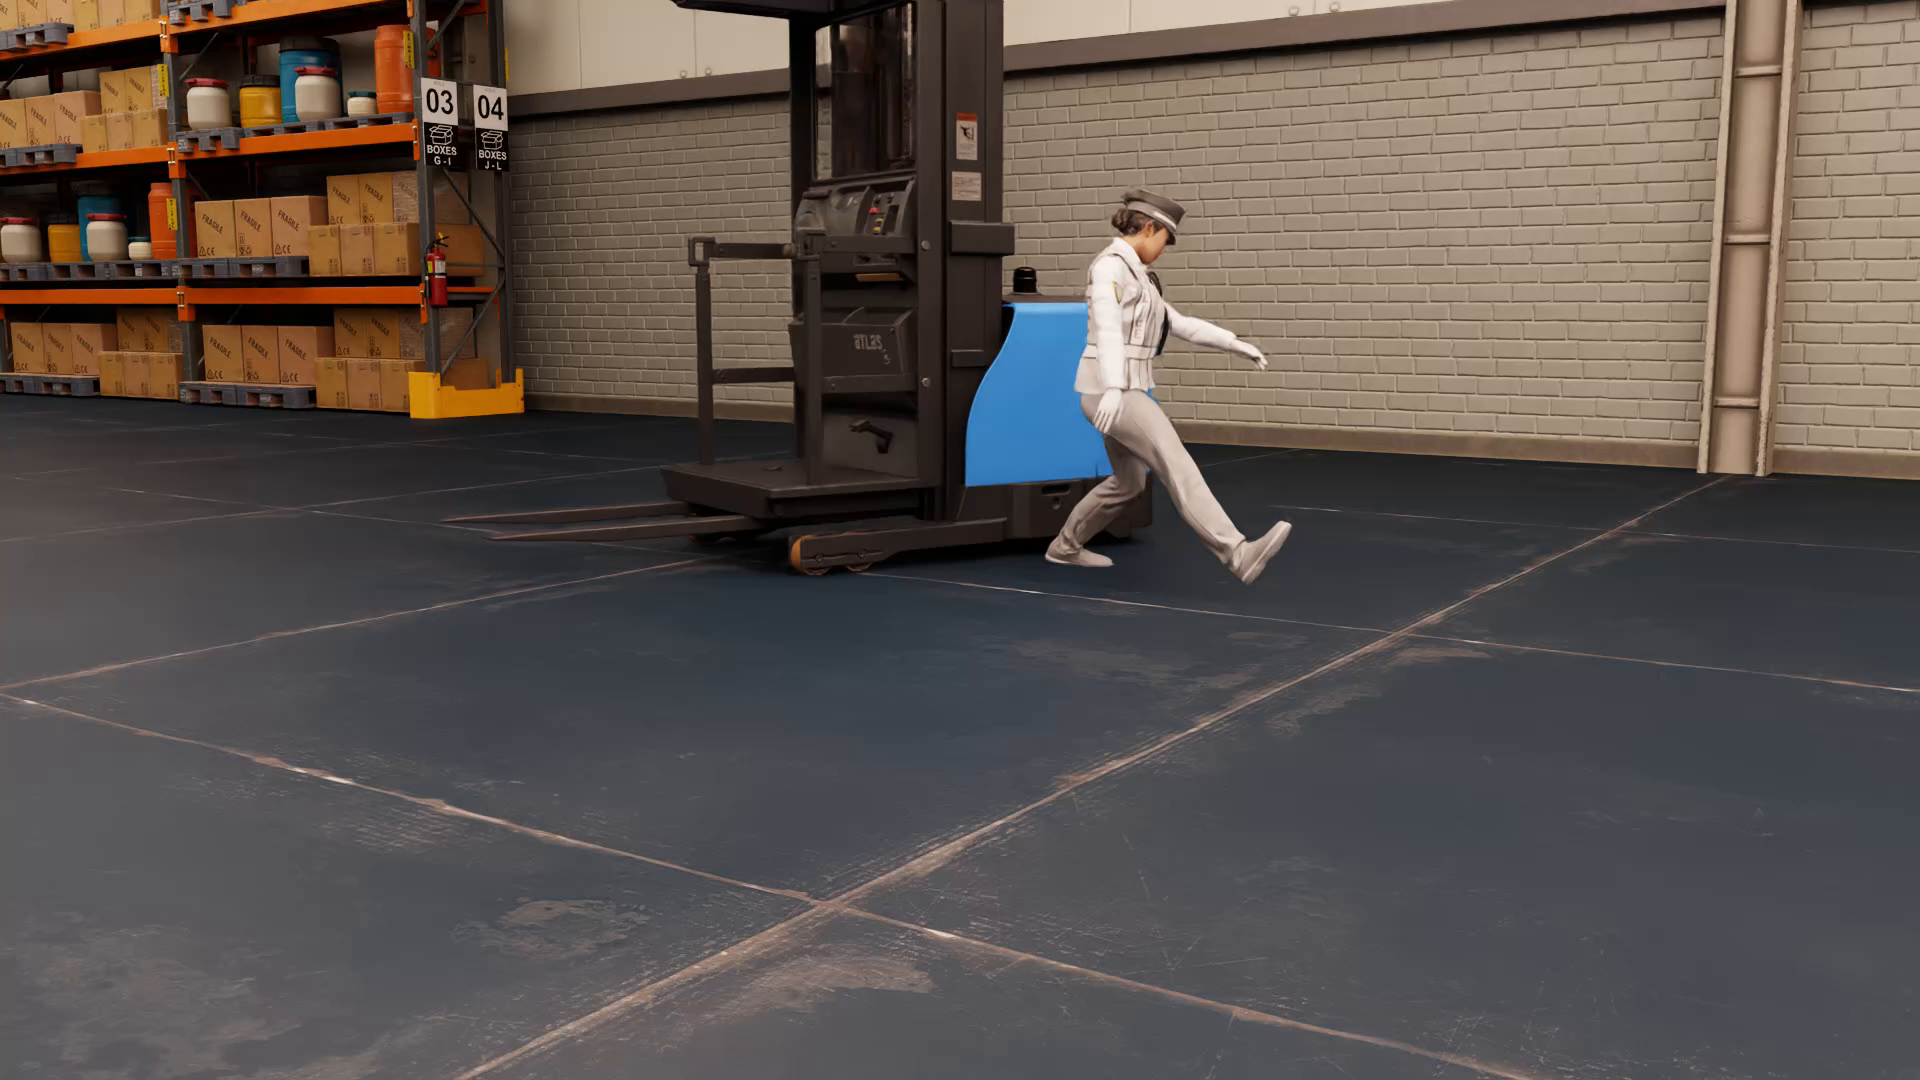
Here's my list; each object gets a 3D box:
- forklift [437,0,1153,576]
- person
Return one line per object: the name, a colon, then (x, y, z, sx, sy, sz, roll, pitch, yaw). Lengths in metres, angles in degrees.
forklift: (-0.632, -1.392, 6.979, 3.031, 2.935, 1.130, -5, 10, -33)
person: (0.765, -0.566, 6.361, 1.066, 1.533, 0.798, 3, 9, 18)
